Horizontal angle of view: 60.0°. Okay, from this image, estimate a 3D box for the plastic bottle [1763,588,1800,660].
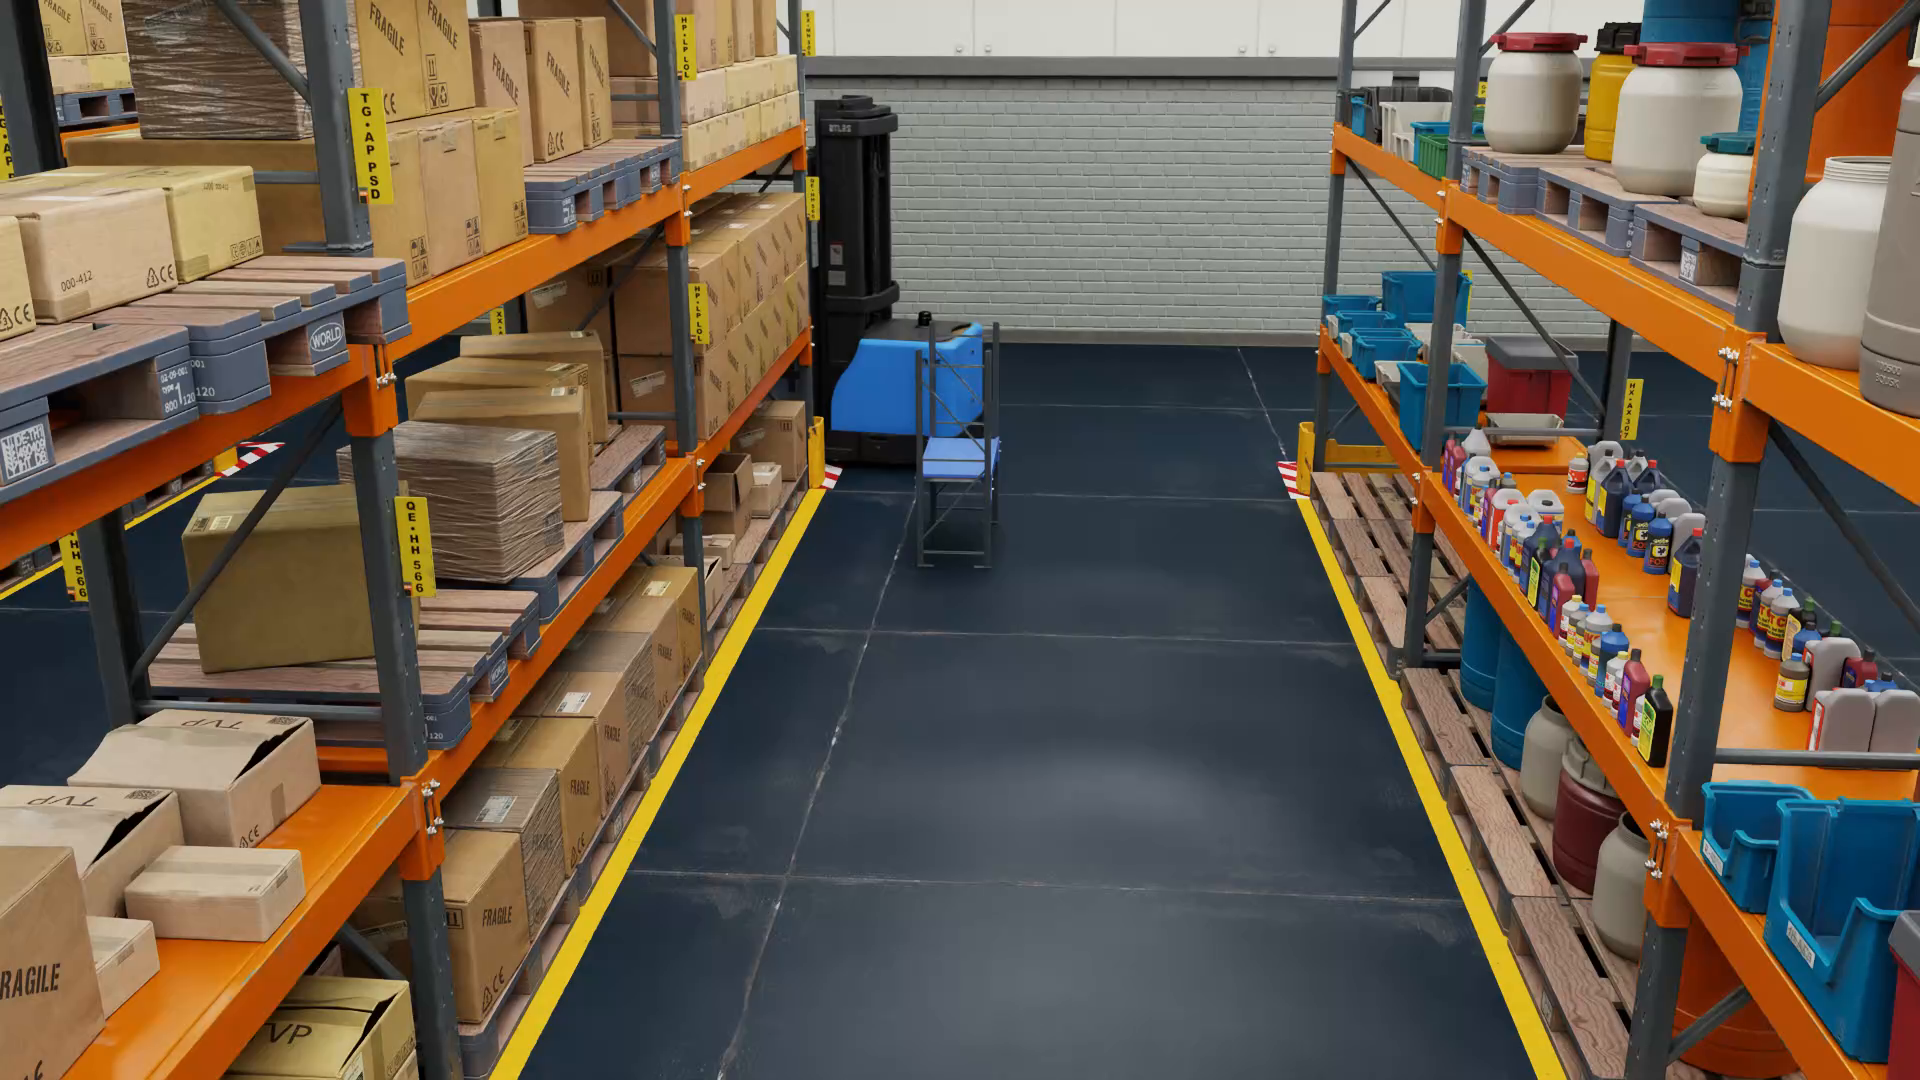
[{"bbox_3d":[3.141,0.316,6.349,0.097,0.271,0.097,0,18,0],"label":"plastic bottle"}]

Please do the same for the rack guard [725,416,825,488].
[{"bbox_3d":[-1.680,-0.711,13.290,1.175,0.500,0.348,1,18,4],"label":"rack guard"}]

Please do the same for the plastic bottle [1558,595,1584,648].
[{"bbox_3d":[2.388,0.314,6.466,0.097,0.201,0.097,0,18,0],"label":"plastic bottle"}]

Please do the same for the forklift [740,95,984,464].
[{"bbox_3d":[-1.366,-2.196,13.917,3.031,2.935,1.130,5,19,14],"label":"forklift"}]

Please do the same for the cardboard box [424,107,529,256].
[{"bbox_3d":[-2.177,-1.367,6.300,0.910,0.500,0.500,1,18,4],"label":"cardboard box"}]

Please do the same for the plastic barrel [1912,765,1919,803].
[{"bbox_3d":[2.961,0.760,4.568,0.600,0.536,0.708,1,18,4],"label":"plastic barrel"}]

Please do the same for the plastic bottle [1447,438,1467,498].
[{"bbox_3d":[2.518,-0.367,8.414,0.061,0.283,0.133,1,18,4],"label":"plastic bottle"}]

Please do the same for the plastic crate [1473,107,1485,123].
[{"bbox_3d":[3.480,-2.823,11.244,0.450,0.188,0.336,1,18,4],"label":"plastic crate"}]

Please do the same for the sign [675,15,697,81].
[{"bbox_3d":[-1.408,-2.527,8.538,0.100,0.325,0.005,1,18,4],"label":"sign"}]

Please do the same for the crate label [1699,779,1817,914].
[{"bbox_3d":[2.288,0.876,4.702,0.303,0.233,0.416,1,18,4],"label":"crate label"}]

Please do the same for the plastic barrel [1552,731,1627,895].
[{"bbox_3d":[2.791,1.117,6.895,0.600,0.588,0.708,1,18,4],"label":"plastic barrel"}]

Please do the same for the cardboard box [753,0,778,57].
[{"bbox_3d":[-1.695,-3.711,11.847,0.700,0.500,0.500,1,18,4],"label":"cardboard box"}]

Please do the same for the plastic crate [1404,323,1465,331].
[{"bbox_3d":[3.388,-1.457,11.879,0.396,0.136,0.243,1,18,4],"label":"plastic crate"}]

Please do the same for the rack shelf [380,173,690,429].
[{"bbox_3d":[-2.105,-1.143,6.931,1.077,0.370,4.000,1,18,4],"label":"rack shelf"}]

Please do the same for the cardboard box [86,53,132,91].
[{"bbox_3d":[-6.404,-3.400,12.070,0.500,0.250,0.500,2,18,6],"label":"cardboard box"}]

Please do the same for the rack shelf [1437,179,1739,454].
[{"bbox_3d":[2.836,-1.031,6.590,1.077,0.370,4.000,1,18,4],"label":"rack shelf"}]

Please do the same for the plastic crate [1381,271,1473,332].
[{"bbox_3d":[3.428,-1.748,12.287,0.616,0.435,0.499,1,18,4],"label":"plastic crate"}]

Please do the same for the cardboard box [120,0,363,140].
[{"bbox_3d":[-2.211,-1.521,5.165,0.500,0.500,0.500,1,18,4],"label":"cardboard box"}]

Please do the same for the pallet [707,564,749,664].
[{"bbox_3d":[-1.911,0.432,10.267,1.003,0.211,1.213,1,18,4],"label":"pallet"}]

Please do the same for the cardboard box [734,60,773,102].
[{"bbox_3d":[-1.532,-3.039,11.000,0.500,0.250,0.500,1,18,4],"label":"cardboard box"}]

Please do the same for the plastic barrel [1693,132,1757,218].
[{"bbox_3d":[2.623,-1.222,5.565,0.301,0.262,0.301,0,18,0],"label":"plastic barrel"}]

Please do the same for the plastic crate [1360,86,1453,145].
[{"bbox_3d":[2.882,-2.738,10.745,0.504,0.338,0.767,1,18,4],"label":"plastic crate"}]

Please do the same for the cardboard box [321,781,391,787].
[{"bbox_3d":[-2.415,0.871,6.550,0.500,0.250,0.500,2,18,6],"label":"cardboard box"}]

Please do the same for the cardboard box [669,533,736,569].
[{"bbox_3d":[-1.663,0.063,10.758,0.380,0.166,0.250,1,18,4],"label":"cardboard box"}]

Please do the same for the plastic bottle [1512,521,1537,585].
[{"bbox_3d":[2.440,0.053,7.150,0.097,0.271,0.097,0,18,0],"label":"plastic bottle"}]

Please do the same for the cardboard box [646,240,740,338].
[{"bbox_3d":[-1.610,-1.503,9.927,0.500,0.500,0.500,1,18,2],"label":"cardboard box"}]

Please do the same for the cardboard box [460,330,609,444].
[{"bbox_3d":[-2.218,-0.785,8.667,0.700,0.500,0.500,-5,19,-15],"label":"cardboard box"}]

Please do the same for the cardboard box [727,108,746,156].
[{"bbox_3d":[-1.603,-2.490,10.130,0.500,0.250,0.500,1,18,4],"label":"cardboard box"}]

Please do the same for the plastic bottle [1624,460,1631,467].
[{"bbox_3d":[3.247,-0.266,8.118,0.152,0.276,0.135,1,18,4],"label":"plastic bottle"}]

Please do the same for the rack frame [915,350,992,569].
[{"bbox_3d":[-0.043,-0.528,11.127,0.500,1.500,0.032,1,18,4],"label":"rack frame"}]

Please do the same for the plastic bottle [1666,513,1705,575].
[{"bbox_3d":[3.185,0.004,7.293,0.152,0.276,0.135,1,18,4],"label":"plastic bottle"}]

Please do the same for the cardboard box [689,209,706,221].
[{"bbox_3d":[-2.040,-1.995,11.429,0.500,0.500,0.500,2,18,5],"label":"cardboard box"}]

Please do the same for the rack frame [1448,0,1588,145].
[{"bbox_3d":[2.979,-3.419,7.907,1.000,3.000,0.127,1,18,4],"label":"rack frame"}]

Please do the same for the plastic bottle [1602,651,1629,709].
[{"bbox_3d":[2.346,0.496,5.912,0.097,0.201,0.097,0,18,0],"label":"plastic bottle"}]

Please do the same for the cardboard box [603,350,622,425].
[{"bbox_3d":[-2.181,-0.889,9.657,0.500,0.500,0.500,2,18,5],"label":"cardboard box"}]

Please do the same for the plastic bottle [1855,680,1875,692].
[{"bbox_3d":[3.088,0.575,5.669,0.097,0.201,0.097,0,18,0],"label":"plastic bottle"}]

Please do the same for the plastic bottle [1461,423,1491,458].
[{"bbox_3d":[2.628,-0.430,8.499,0.144,0.351,0.185,1,18,4],"label":"plastic bottle"}]

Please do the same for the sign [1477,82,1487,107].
[{"bbox_3d":[3.816,-3.179,12.159,0.100,0.325,0.005,1,18,4],"label":"sign"}]

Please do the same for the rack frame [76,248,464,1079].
[{"bbox_3d":[-2.248,0.562,5.390,1.000,3.000,0.127,1,18,4],"label":"rack frame"}]

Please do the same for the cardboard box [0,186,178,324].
[{"bbox_3d":[-2.244,-0.686,3.949,0.500,0.250,0.500,2,18,5],"label":"cardboard box"}]

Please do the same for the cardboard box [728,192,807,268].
[{"bbox_3d":[-1.432,-2.301,12.361,0.500,0.500,0.500,1,18,3],"label":"cardboard box"}]

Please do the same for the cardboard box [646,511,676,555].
[{"bbox_3d":[-2.150,-0.028,10.802,0.500,0.311,0.500,1,18,4],"label":"cardboard box"}]

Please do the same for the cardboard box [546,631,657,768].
[{"bbox_3d":[-1.791,0.767,8.072,0.500,0.500,0.500,2,18,5],"label":"cardboard box"}]

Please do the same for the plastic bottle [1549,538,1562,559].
[{"bbox_3d":[2.461,0.142,6.861,0.061,0.283,0.133,1,18,4],"label":"plastic bottle"}]

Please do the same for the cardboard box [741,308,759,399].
[{"bbox_3d":[-1.581,-1.194,10.590,0.500,0.500,0.500,1,18,4],"label":"cardboard box"}]

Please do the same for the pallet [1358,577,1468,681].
[{"bbox_3d":[2.993,0.527,9.975,1.003,0.211,1.213,1,18,4],"label":"pallet"}]

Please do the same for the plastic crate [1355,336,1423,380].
[{"bbox_3d":[2.804,-1.188,10.905,0.416,0.233,0.300,1,18,4],"label":"plastic crate"}]

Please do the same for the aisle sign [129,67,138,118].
[{"bbox_3d":[-6.311,-3.283,12.950,0.394,0.787,0.004,1,18,4],"label":"aisle sign"}]

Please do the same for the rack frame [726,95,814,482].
[{"bbox_3d":[-1.675,-1.923,12.973,1.000,3.000,0.127,1,18,4],"label":"rack frame"}]

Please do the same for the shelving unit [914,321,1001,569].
[{"bbox_3d":[-0.006,-0.686,11.609,0.538,1.500,1.048,1,18,4],"label":"shelving unit"}]

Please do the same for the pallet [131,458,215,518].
[{"bbox_3d":[-6.595,-0.457,12.978,1.003,0.211,1.213,1,18,4],"label":"pallet"}]

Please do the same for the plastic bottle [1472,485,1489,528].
[{"bbox_3d":[2.497,-0.160,7.912,0.097,0.201,0.097,0,18,0],"label":"plastic bottle"}]

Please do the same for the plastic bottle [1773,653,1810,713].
[{"bbox_3d":[2.953,0.500,5.898,0.097,0.201,0.097,0,18,0],"label":"plastic bottle"}]

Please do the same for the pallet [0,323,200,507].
[{"bbox_3d":[-2.285,-0.213,3.243,1.003,0.211,1.213,2,18,6],"label":"pallet"}]

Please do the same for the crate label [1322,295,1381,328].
[{"bbox_3d":[2.920,-1.690,12.437,0.416,0.233,0.303,1,18,4],"label":"crate label"}]

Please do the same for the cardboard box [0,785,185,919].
[{"bbox_3d":[-2.505,0.878,4.570,0.500,0.311,0.500,1,18,3],"label":"cardboard box"}]

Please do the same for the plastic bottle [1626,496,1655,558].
[{"bbox_3d":[3.075,-0.063,7.504,0.097,0.271,0.097,0,18,0],"label":"plastic bottle"}]

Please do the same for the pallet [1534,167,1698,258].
[{"bbox_3d":[2.942,-1.306,6.578,1.003,0.211,1.213,1,18,4],"label":"pallet"}]
